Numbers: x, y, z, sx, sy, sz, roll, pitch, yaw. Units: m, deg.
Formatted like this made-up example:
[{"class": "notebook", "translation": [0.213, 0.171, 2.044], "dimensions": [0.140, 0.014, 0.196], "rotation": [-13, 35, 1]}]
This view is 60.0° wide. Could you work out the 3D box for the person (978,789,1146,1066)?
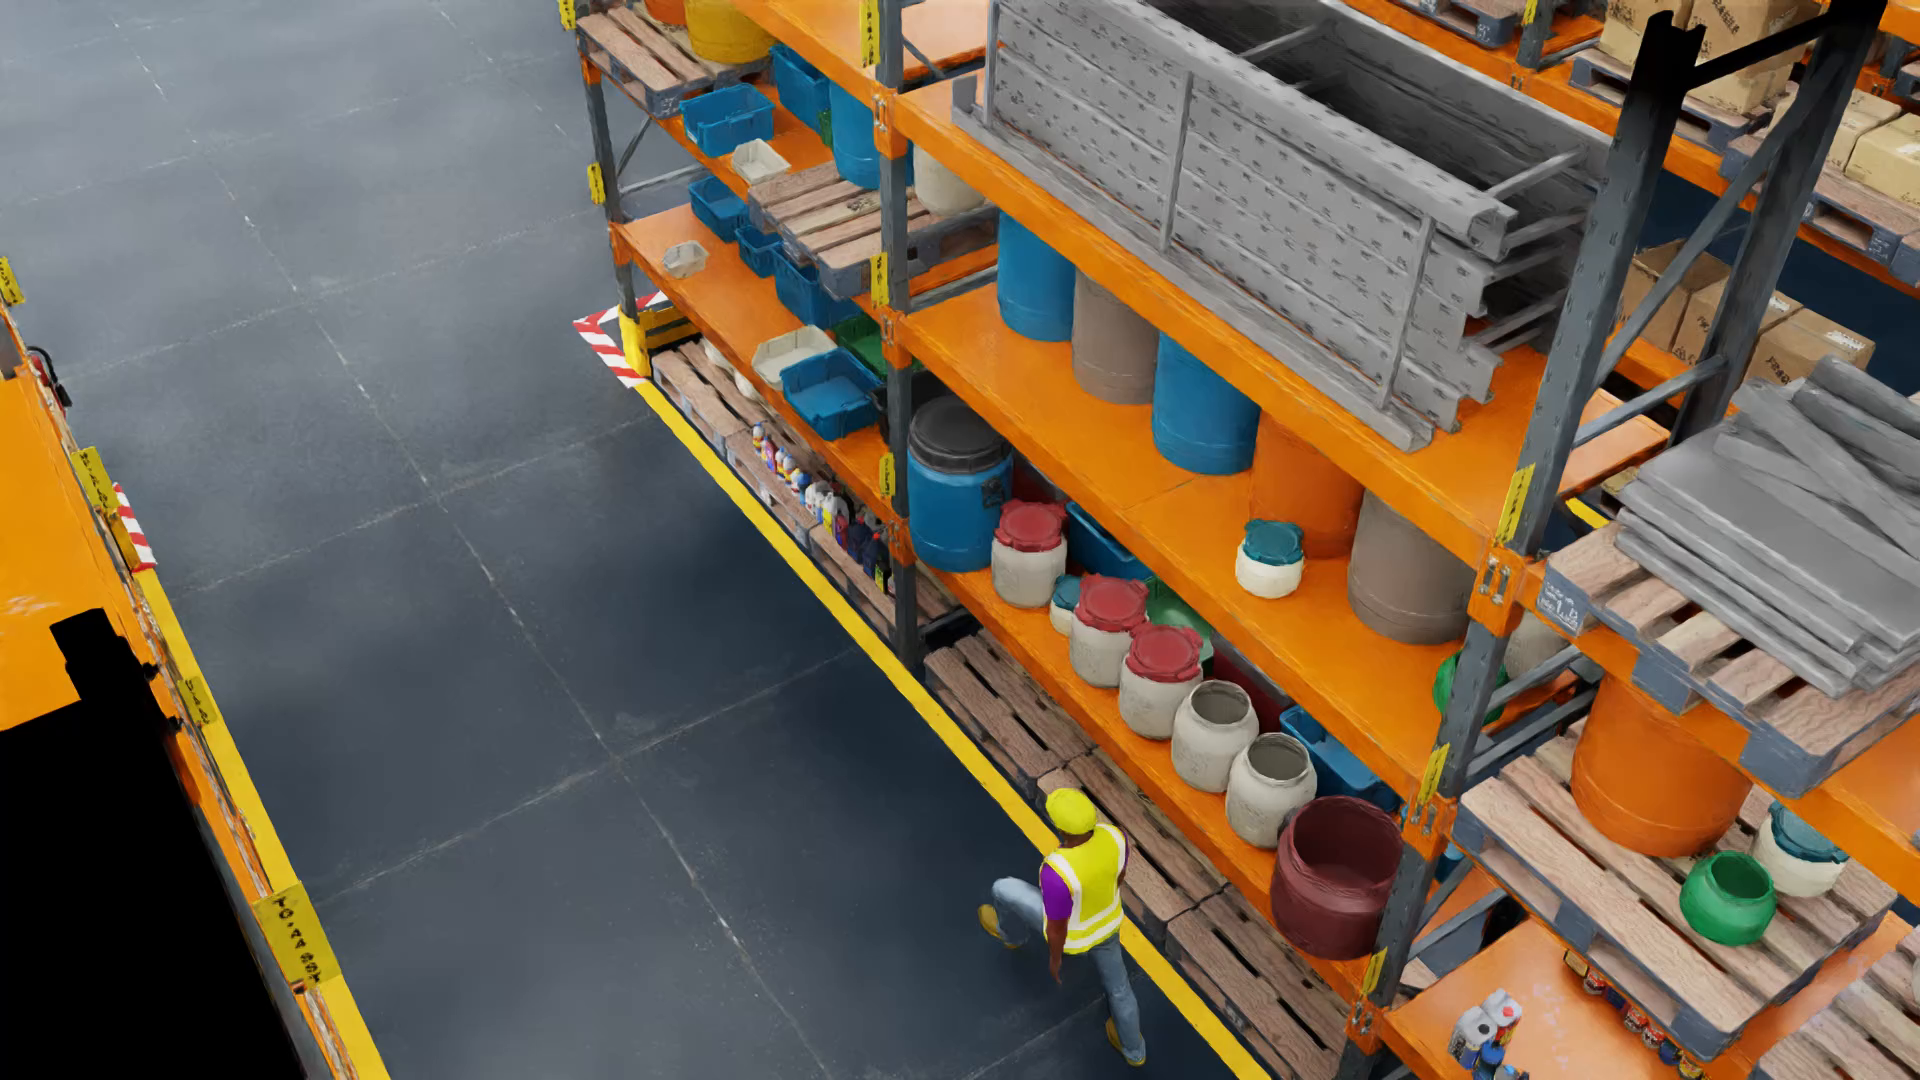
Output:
[{"class": "person", "translation": [0.583, 1.864, 8.456], "dimensions": [0.583, 1.673, 1.123], "rotation": [-26, 49, -25]}]
